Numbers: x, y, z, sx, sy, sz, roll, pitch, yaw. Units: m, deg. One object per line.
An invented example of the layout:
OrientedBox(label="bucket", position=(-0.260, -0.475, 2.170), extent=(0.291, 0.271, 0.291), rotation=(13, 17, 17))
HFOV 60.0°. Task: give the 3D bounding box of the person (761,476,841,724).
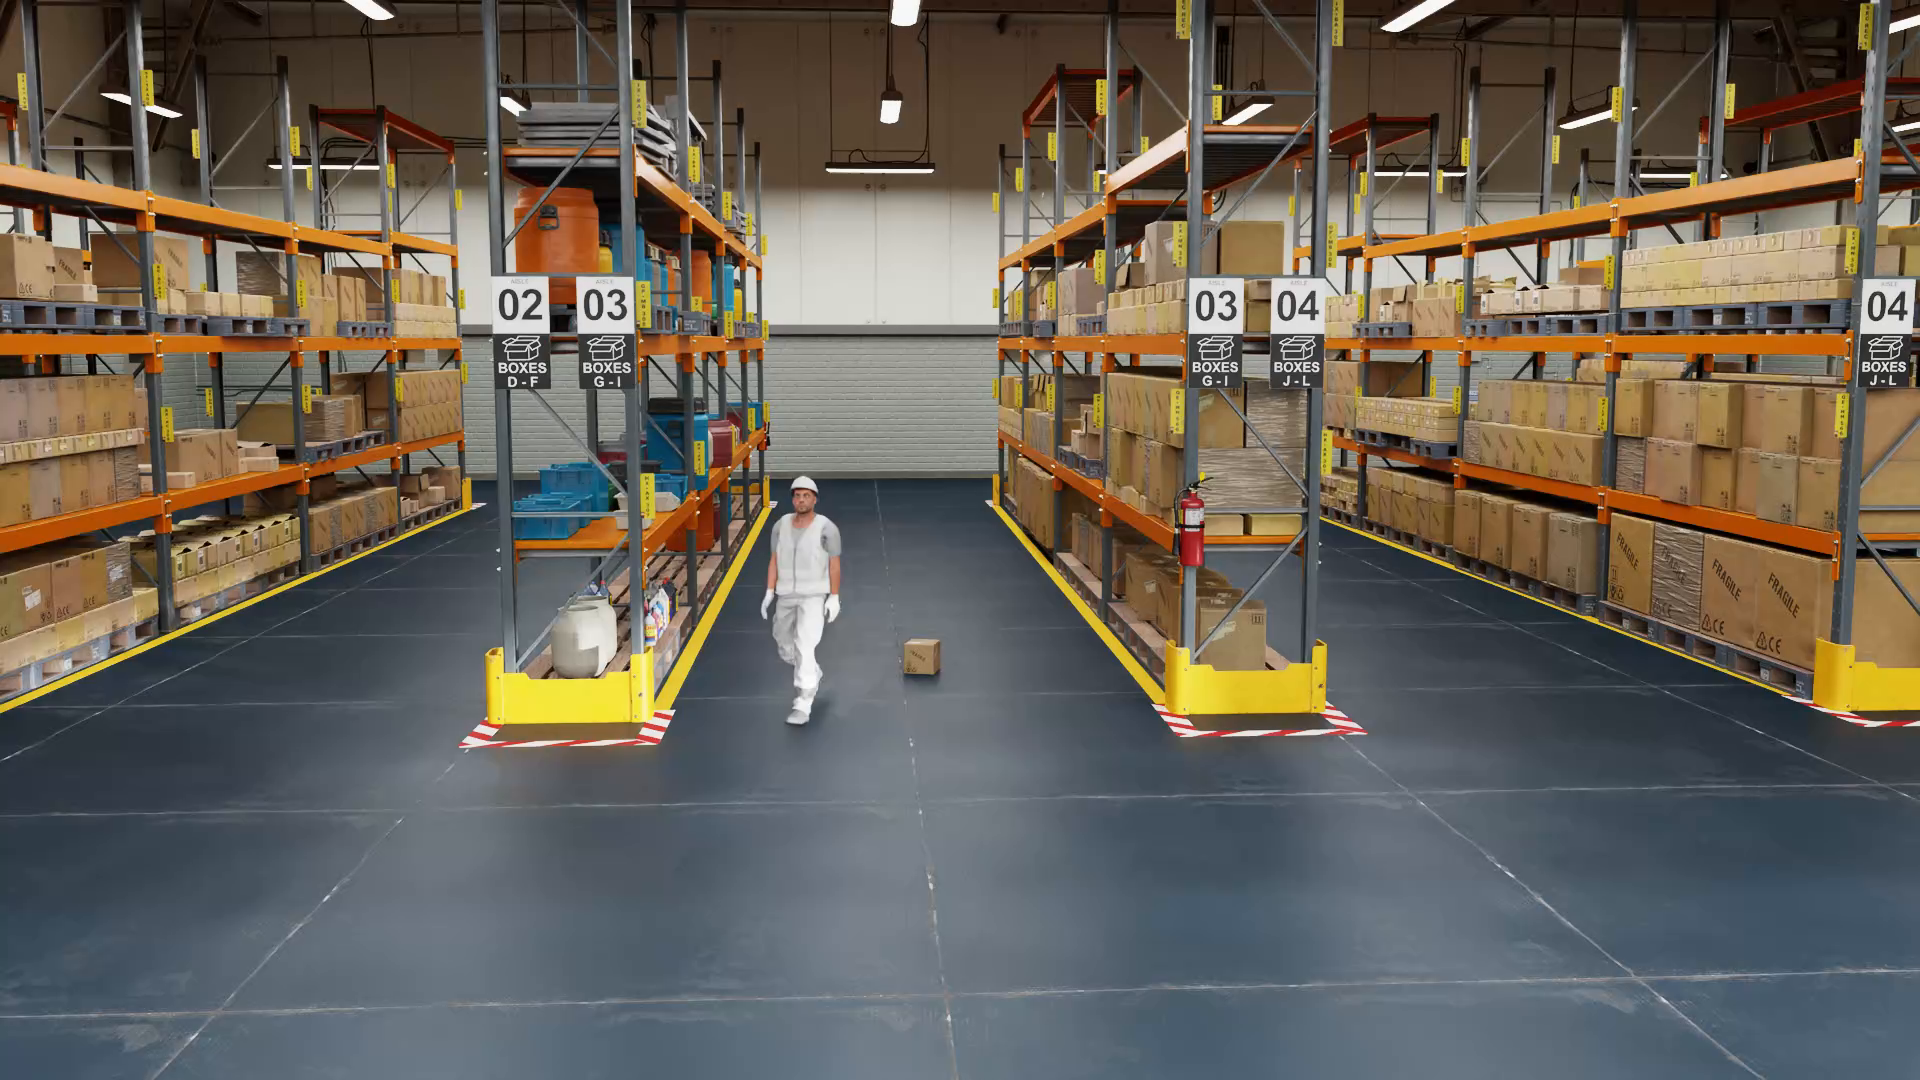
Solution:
OrientedBox(label="person", position=(-1.145, 0.412, 12.120), extent=(0.533, 1.758, 0.903), rotation=(2, 7, 19))
